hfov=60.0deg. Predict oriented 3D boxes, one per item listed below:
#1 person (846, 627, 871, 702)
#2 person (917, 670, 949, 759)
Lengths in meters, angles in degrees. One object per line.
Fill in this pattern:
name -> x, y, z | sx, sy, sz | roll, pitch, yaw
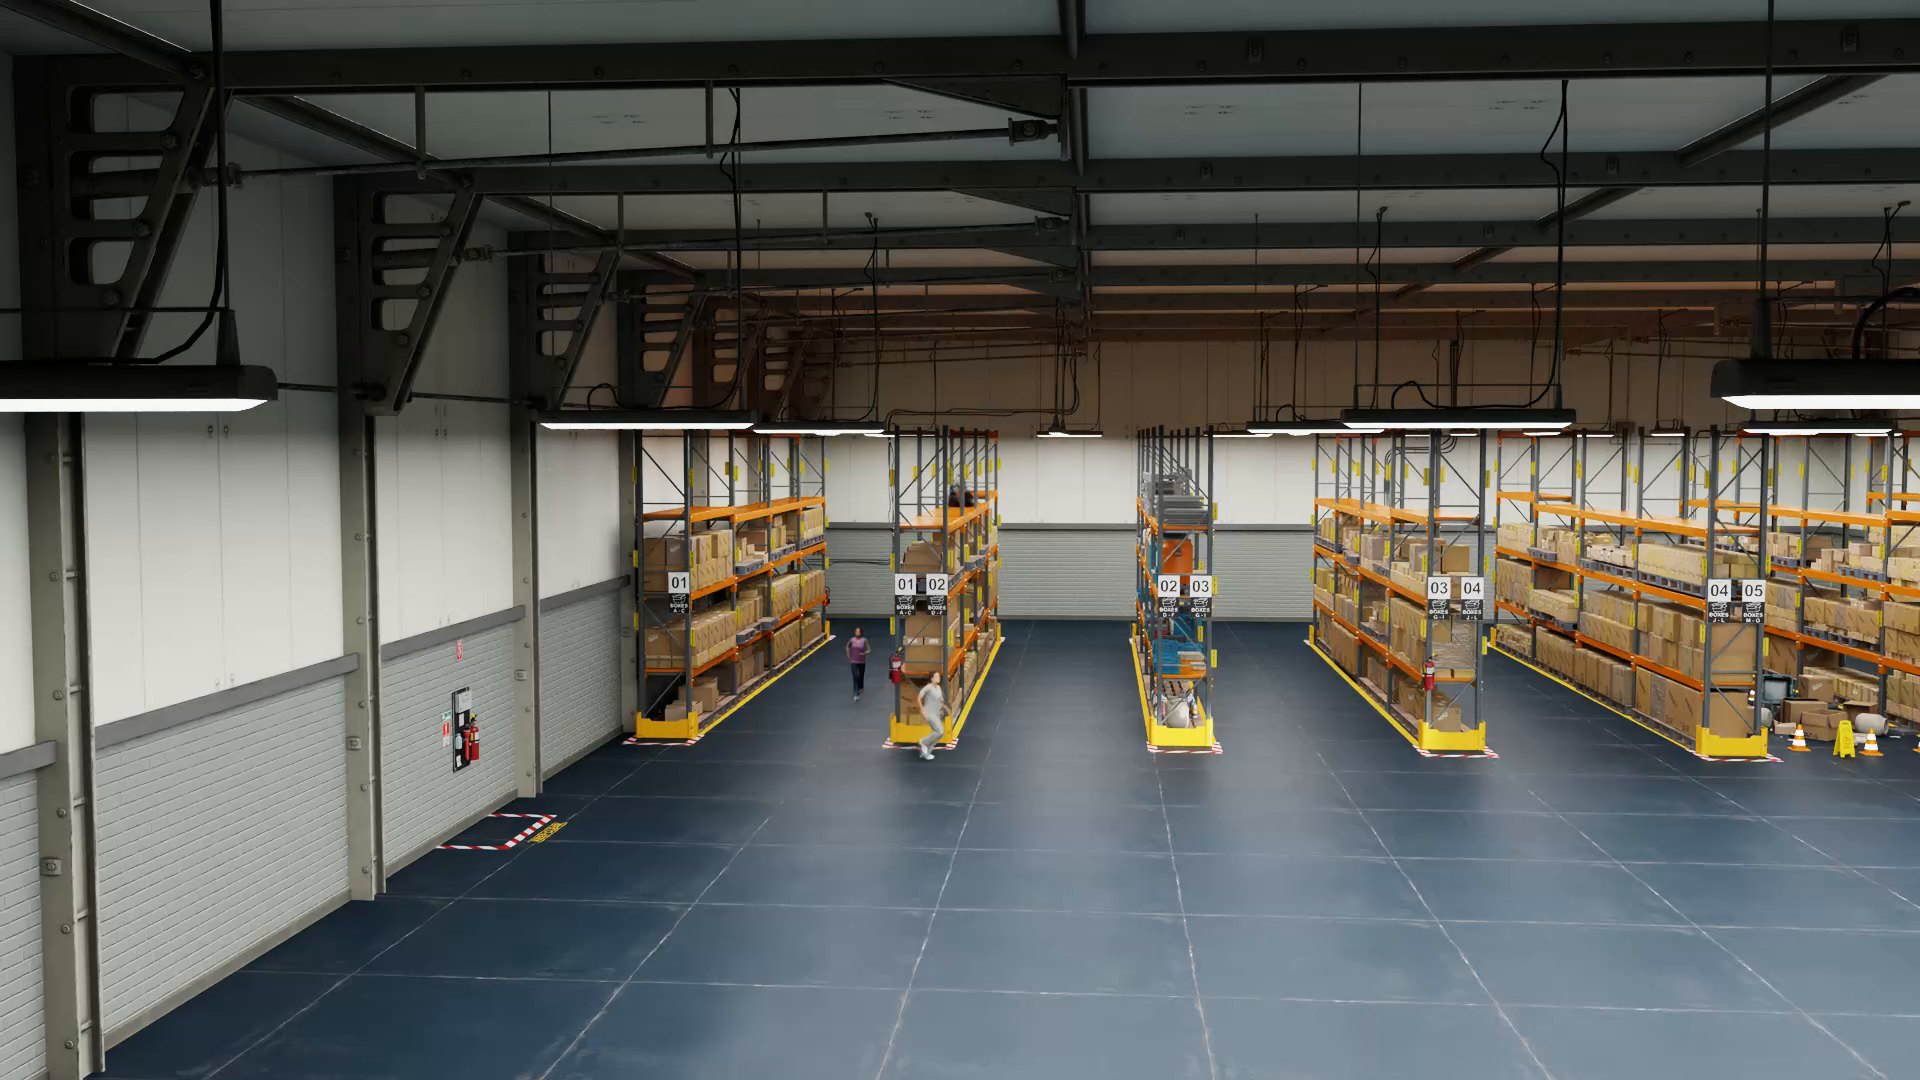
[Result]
person -> -2.241, 2.708, 36.592 | 0.547, 1.597, 0.817 | 0, 3, -3
person -> -0.460, 3.129, 29.773 | 0.584, 1.603, 0.515 | 2, 4, 34
